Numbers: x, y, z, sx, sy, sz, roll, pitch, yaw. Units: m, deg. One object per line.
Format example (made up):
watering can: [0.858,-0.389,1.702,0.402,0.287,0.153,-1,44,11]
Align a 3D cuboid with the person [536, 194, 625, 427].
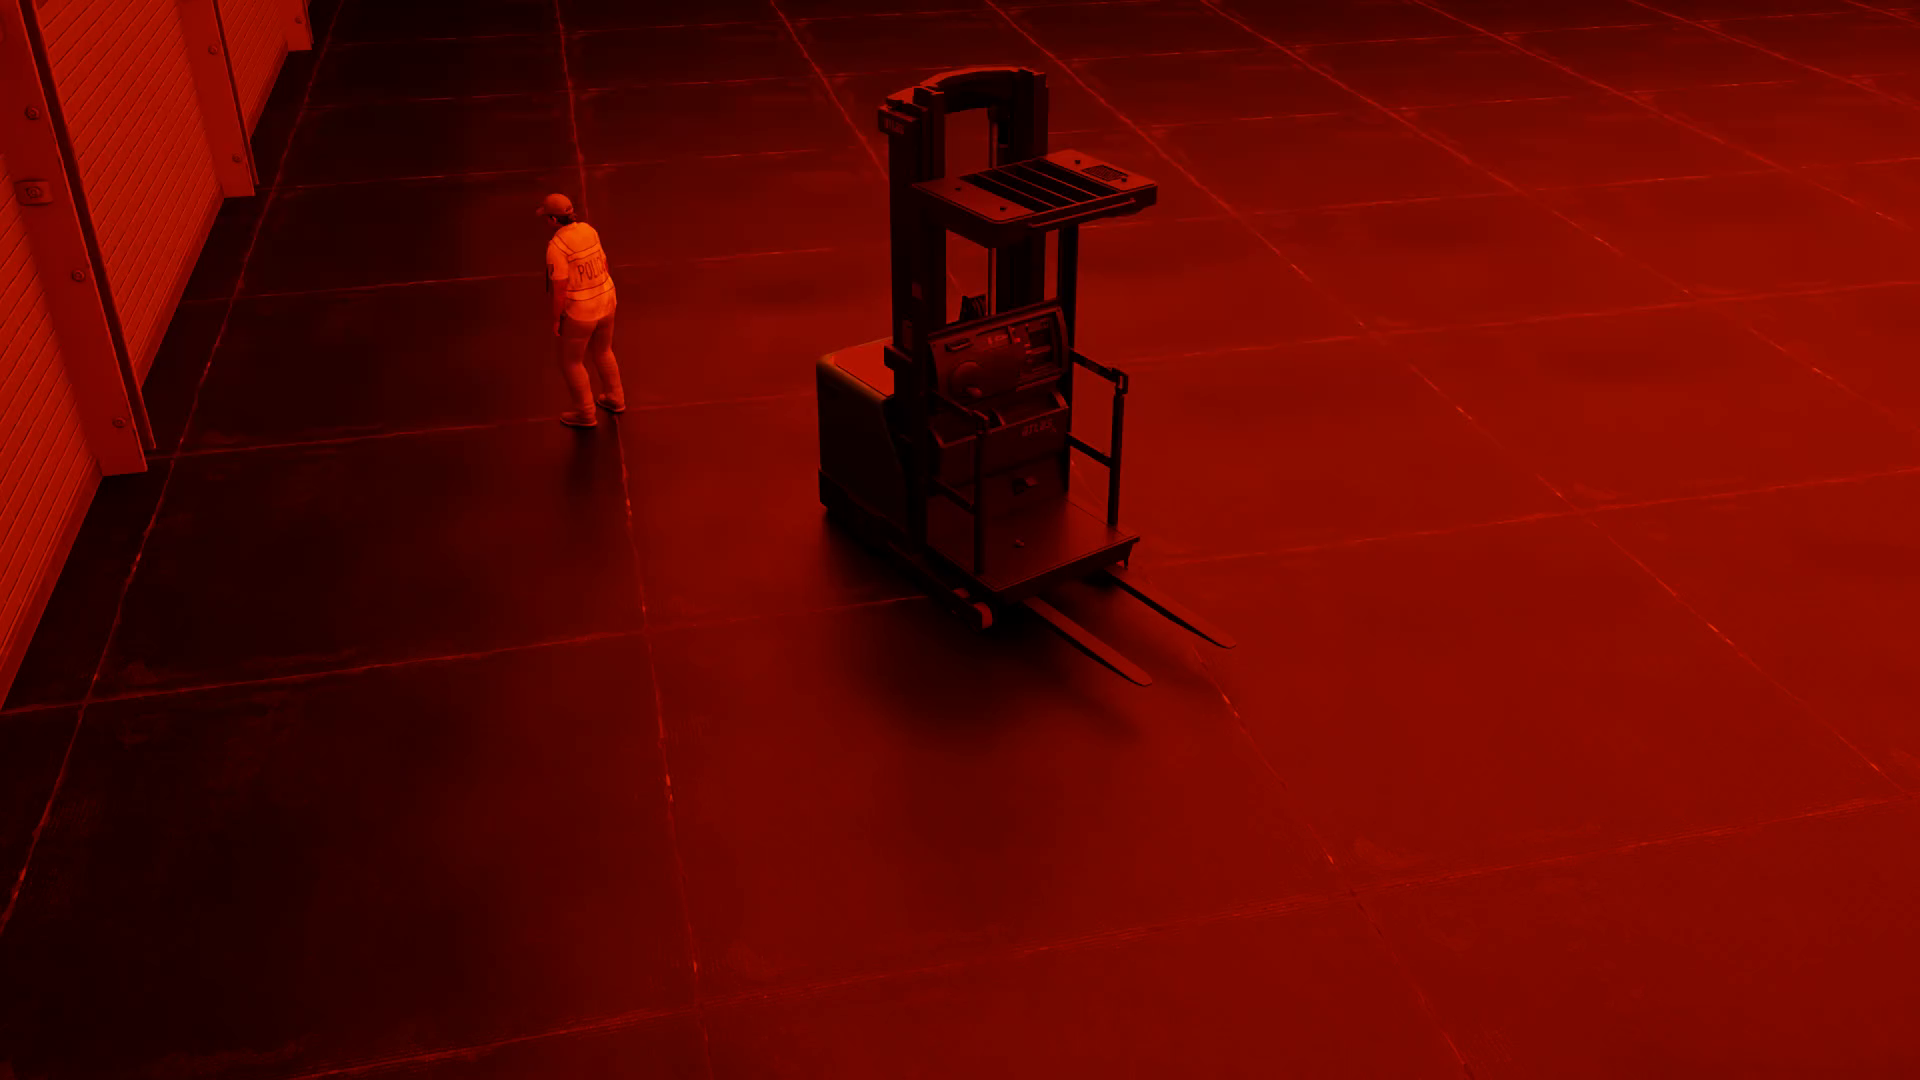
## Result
person: [-2.651,-1.612,11.625,0.470,1.665,0.562,17,34,27]

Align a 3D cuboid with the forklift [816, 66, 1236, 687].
forklift: [0.355,-1.021,9.338,1.130,2.935,3.031,-20,35,-30]
